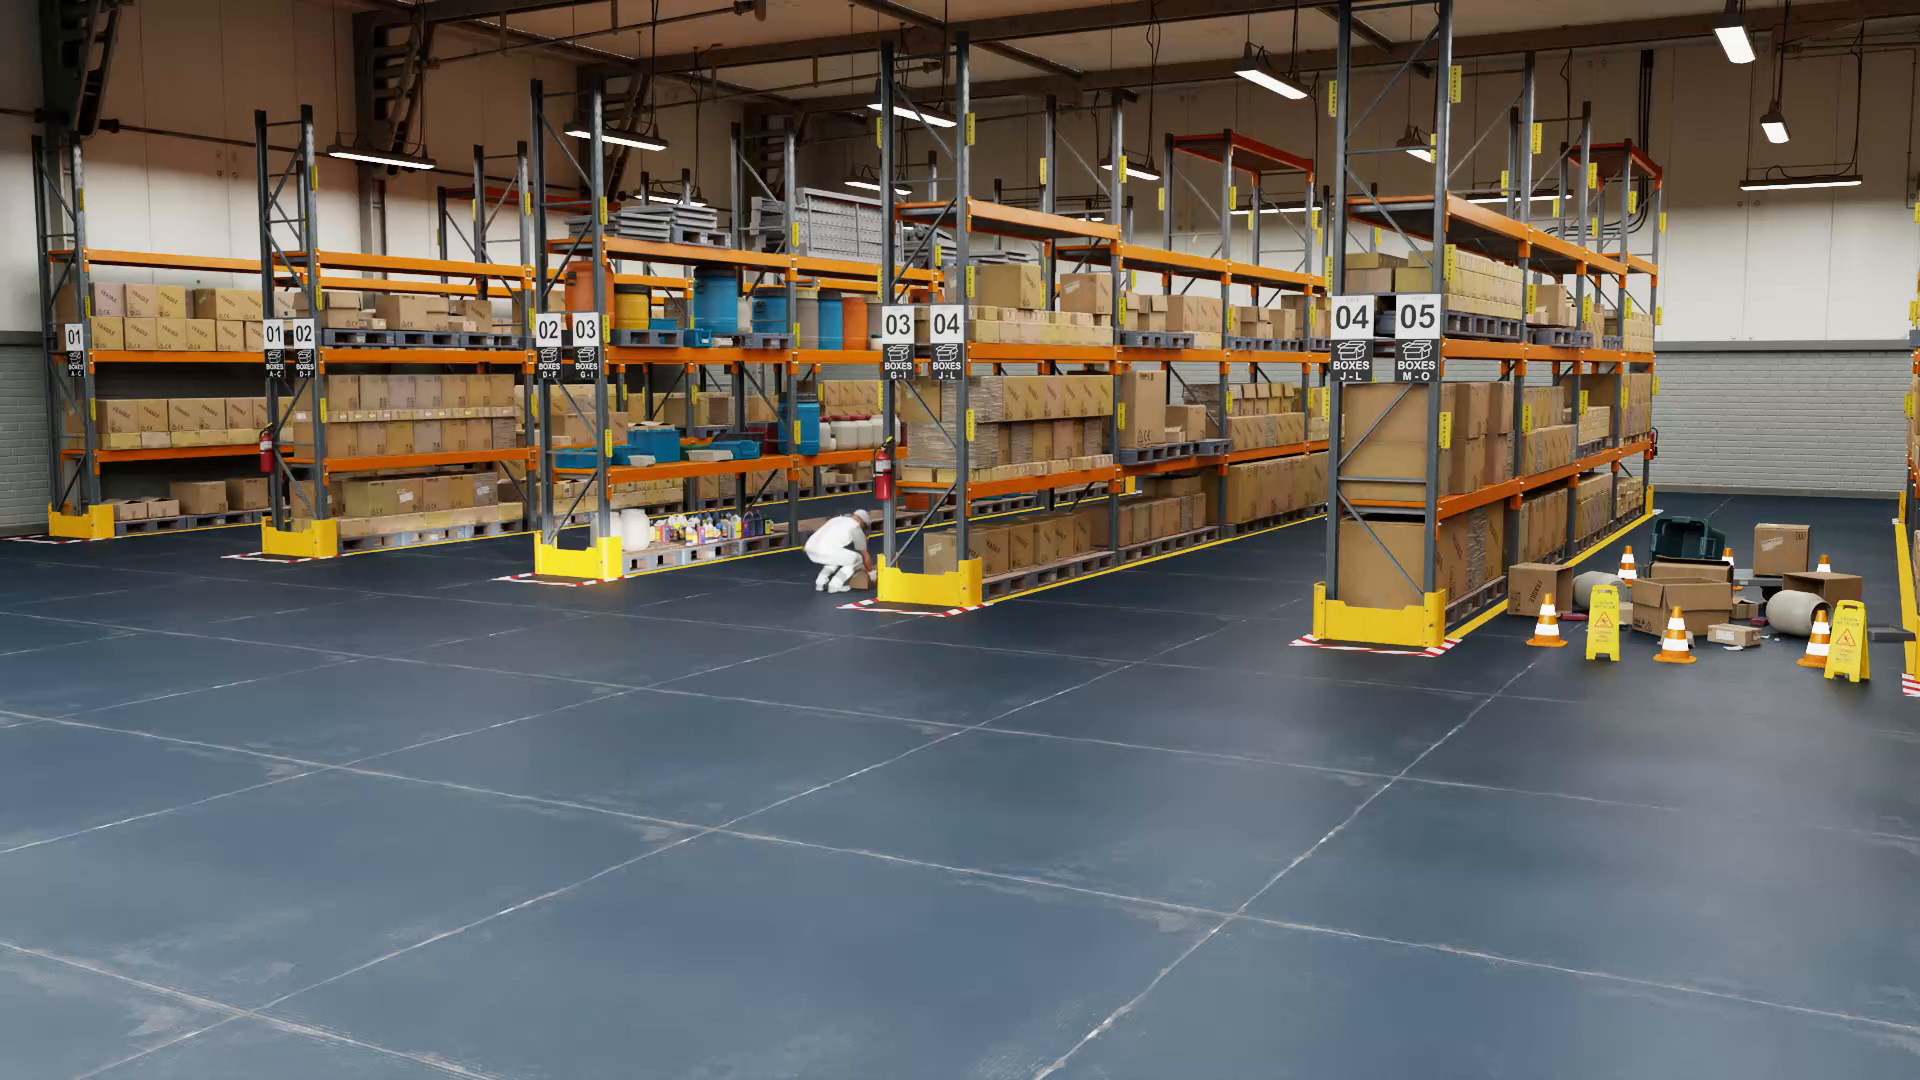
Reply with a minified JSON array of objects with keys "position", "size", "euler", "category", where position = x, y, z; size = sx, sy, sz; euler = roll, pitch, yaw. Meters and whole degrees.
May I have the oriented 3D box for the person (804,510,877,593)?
[{"position":[-1.373,0.122,19.122],"size":[0.904,0.907,0.569],"euler":[-5,8,-40],"category":"person"}]
